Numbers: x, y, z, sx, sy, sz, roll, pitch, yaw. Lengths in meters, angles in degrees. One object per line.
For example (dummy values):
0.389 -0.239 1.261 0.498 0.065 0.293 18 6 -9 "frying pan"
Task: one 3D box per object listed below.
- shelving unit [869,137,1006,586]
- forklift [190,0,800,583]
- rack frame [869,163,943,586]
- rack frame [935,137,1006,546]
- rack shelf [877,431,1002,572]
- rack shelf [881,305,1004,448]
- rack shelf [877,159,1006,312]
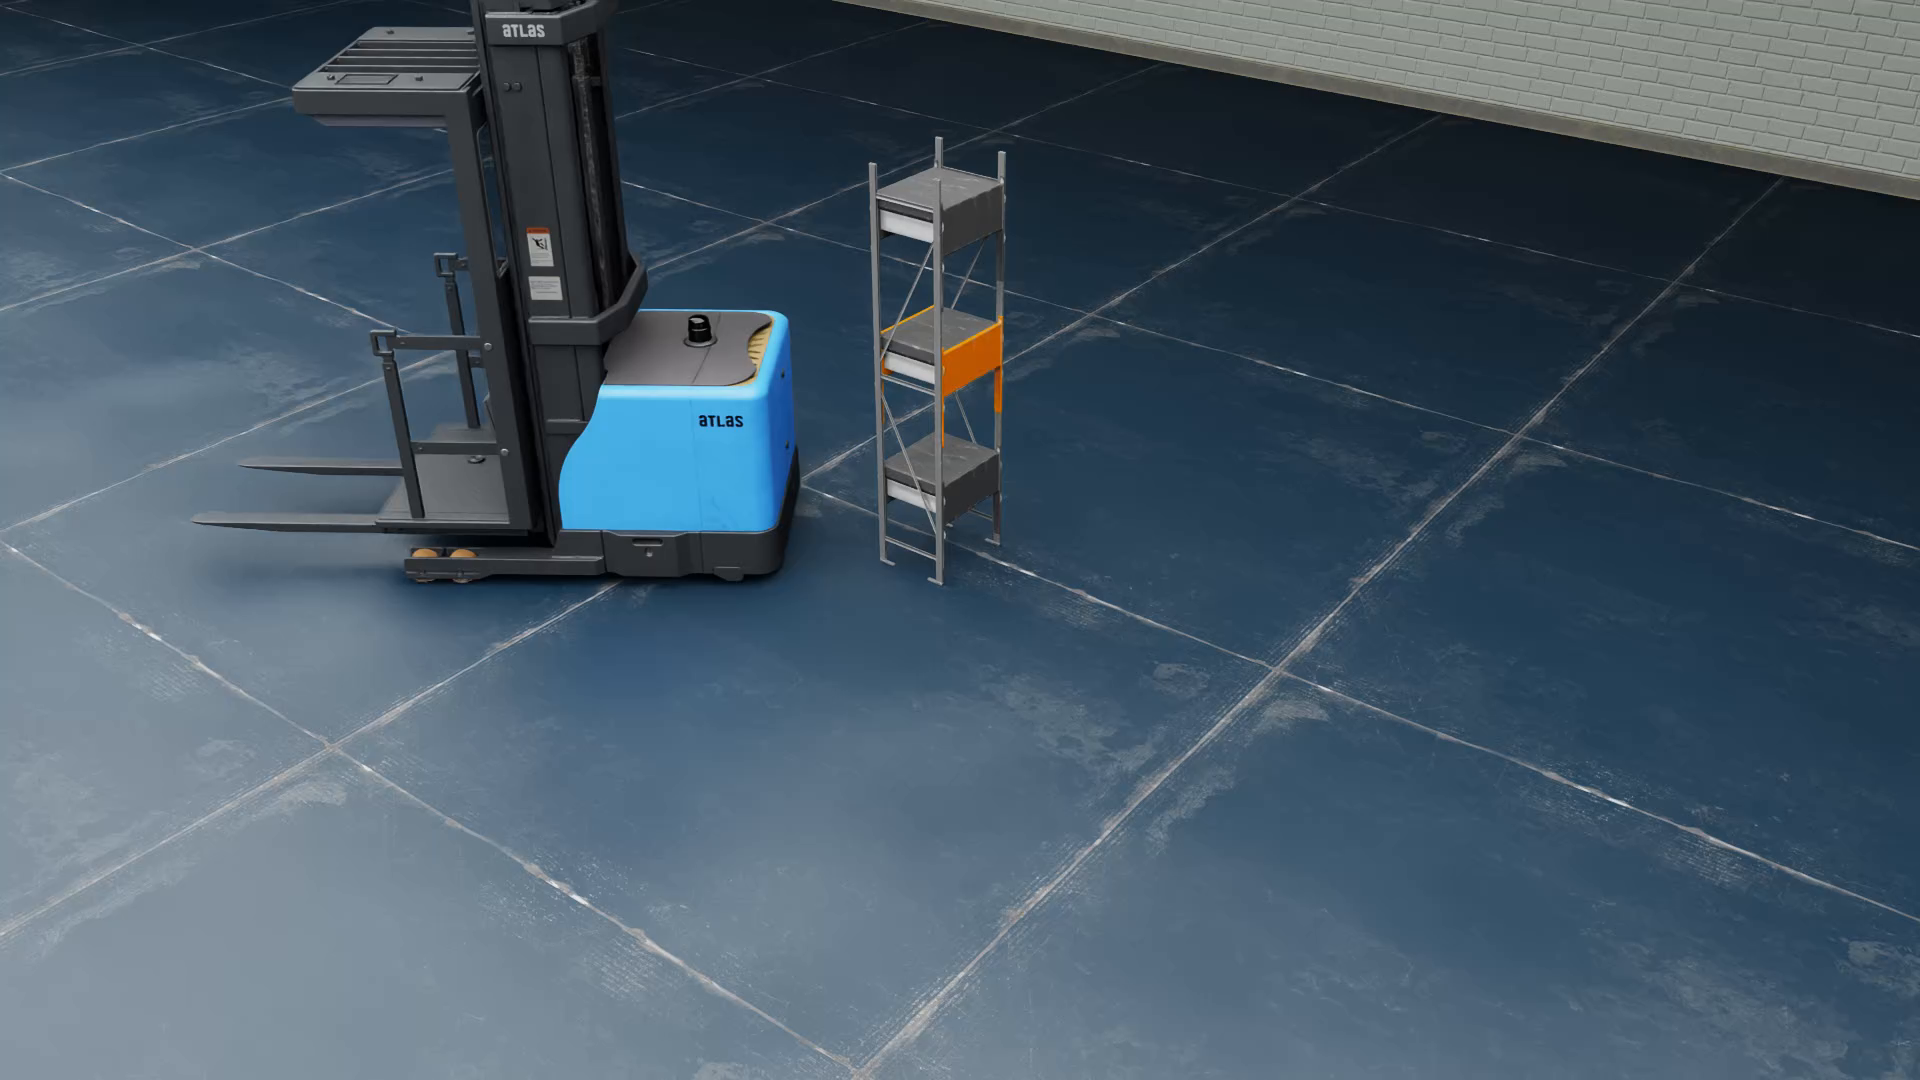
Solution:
-0.100 -0.836 8.101 0.431 2.100 0.503 21 37 31 "shelving unit"
-2.403 -1.314 8.092 3.031 2.935 1.130 1 31 1 "forklift"
-0.247 -0.737 7.934 0.400 2.100 0.015 21 37 31 "rack frame"
0.047 -0.935 8.269 0.400 2.100 0.015 21 37 31 "rack frame"
-0.100 -0.222 8.465 0.431 0.518 0.480 21 37 31 "rack shelf"
-0.100 -0.824 8.108 0.431 0.518 0.480 21 37 31 "rack shelf"
-0.100 -1.426 7.751 0.431 0.518 0.480 21 37 31 "rack shelf"
